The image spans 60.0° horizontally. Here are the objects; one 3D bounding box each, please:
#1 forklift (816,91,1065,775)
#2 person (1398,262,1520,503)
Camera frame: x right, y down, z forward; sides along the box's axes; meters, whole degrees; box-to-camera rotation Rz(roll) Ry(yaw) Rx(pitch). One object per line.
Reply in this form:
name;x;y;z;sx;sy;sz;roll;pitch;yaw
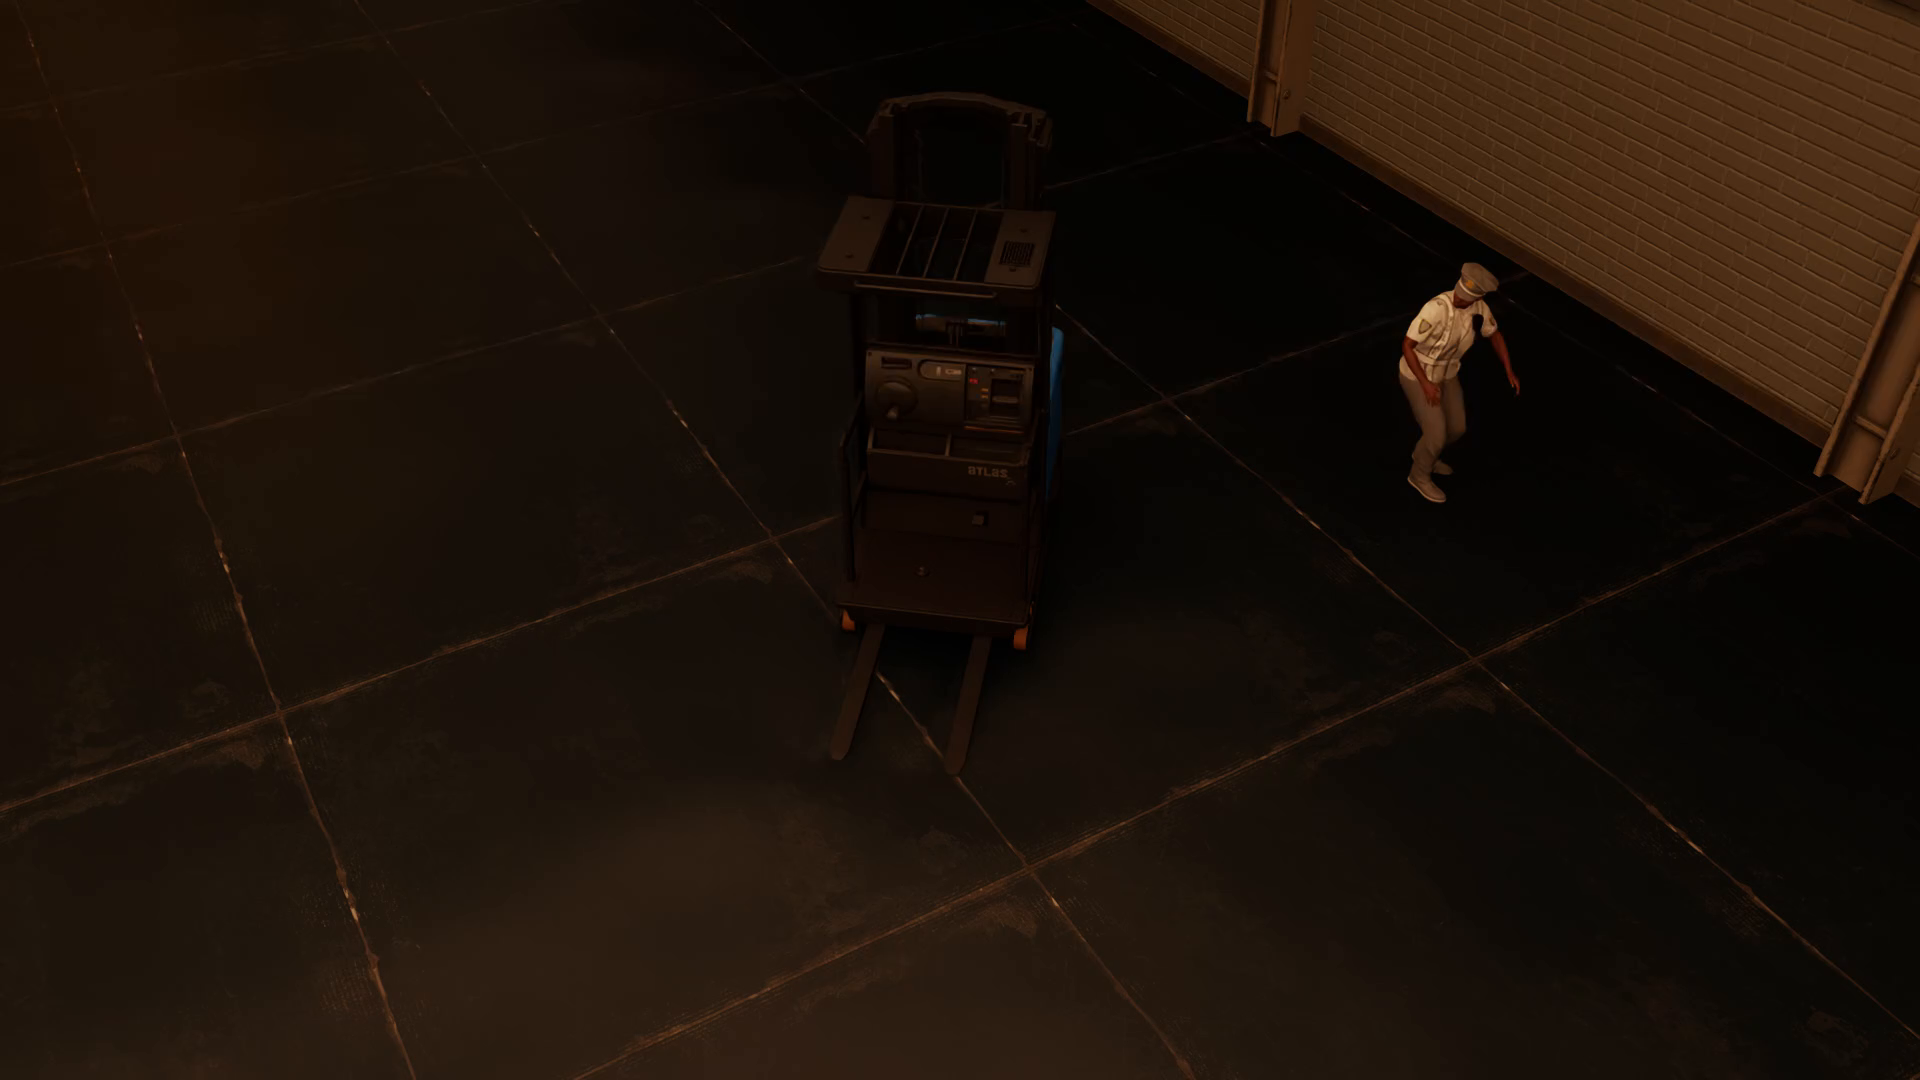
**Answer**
forklift;-0.093;-0.742;8.931;1.130;2.935;3.031;6;40;7
person;3.038;-0.958;10.262;0.695;1.626;0.642;-23;45;-25
